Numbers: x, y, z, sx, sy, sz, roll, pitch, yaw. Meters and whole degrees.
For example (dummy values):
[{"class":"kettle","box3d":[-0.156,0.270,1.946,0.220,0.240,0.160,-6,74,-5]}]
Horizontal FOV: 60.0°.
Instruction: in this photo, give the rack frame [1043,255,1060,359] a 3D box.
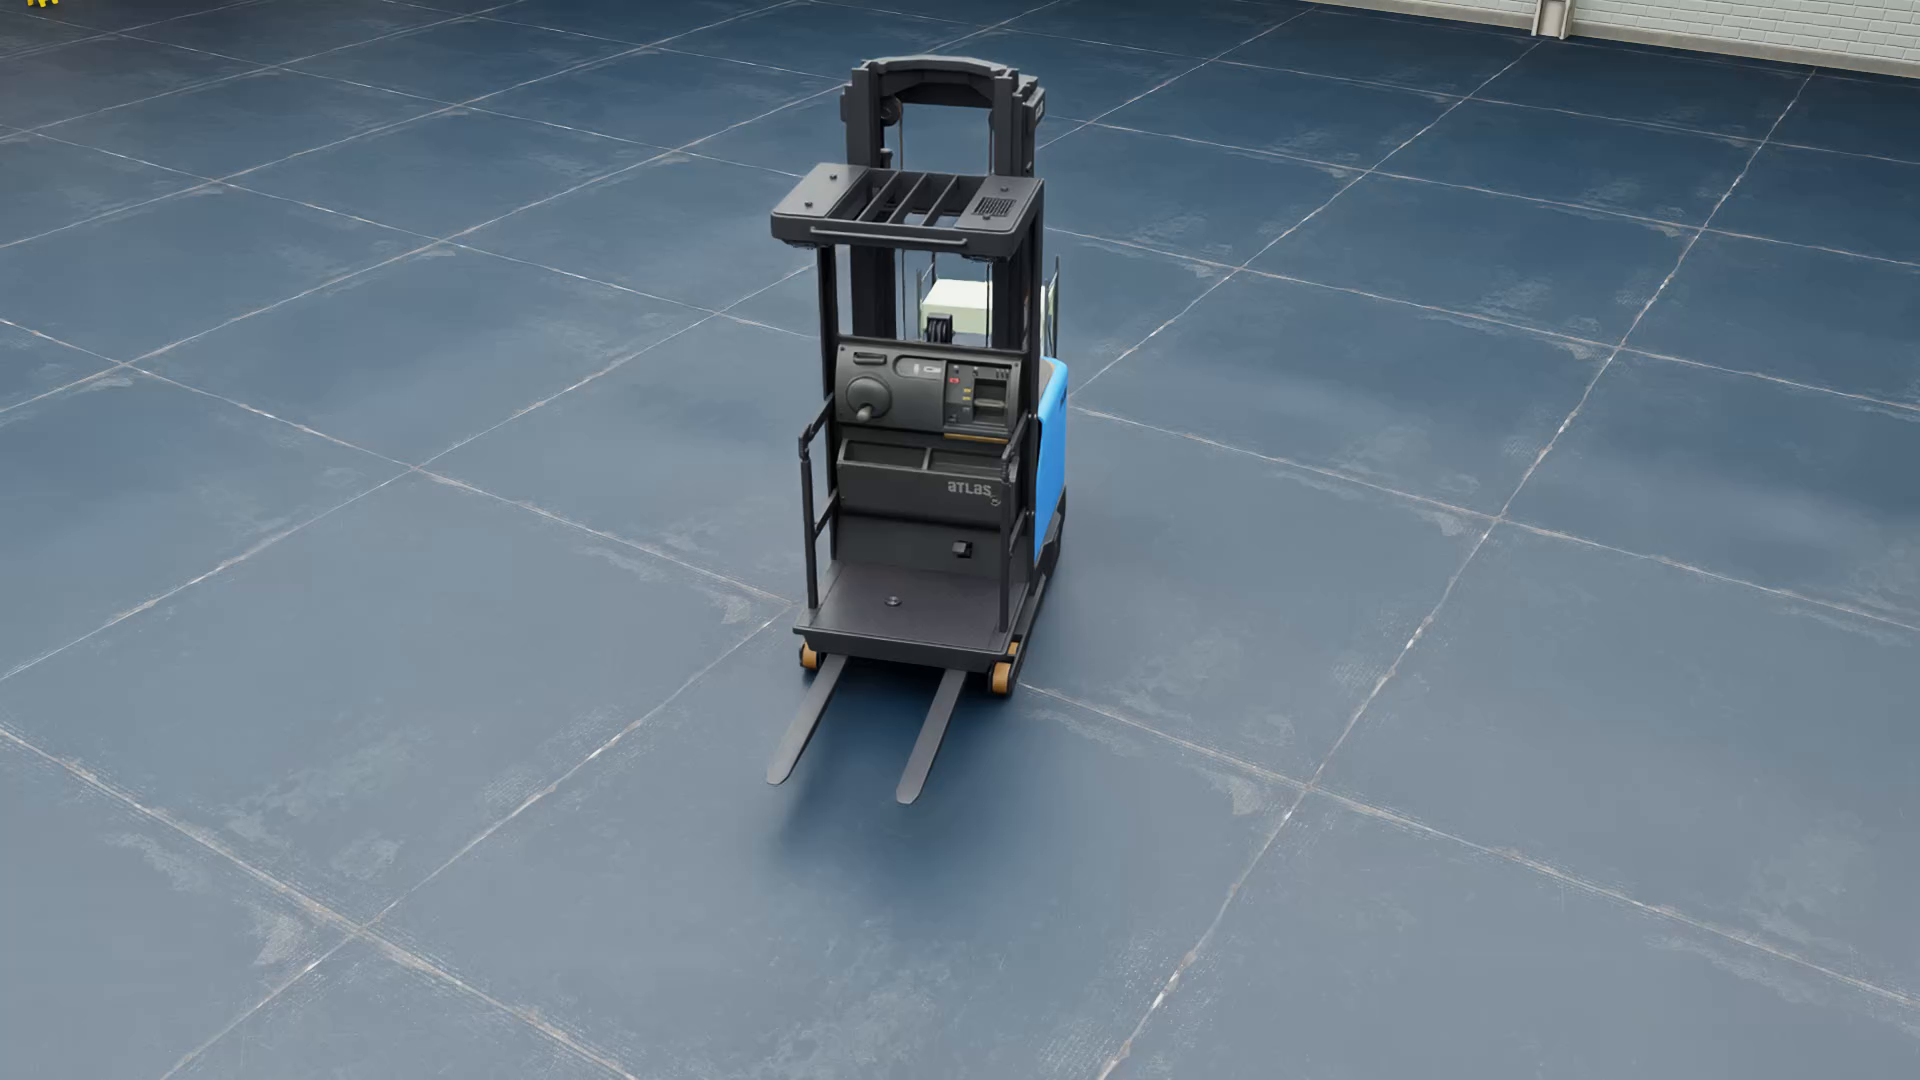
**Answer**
[{"class":"rack frame","box3d":[0.525,-0.899,9.803,0.023,1.500,0.400,6,31,11]}]

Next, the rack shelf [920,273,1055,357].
[{"class":"rack shelf","box3d":[0.167,-1.275,9.673,0.720,0.370,0.431,6,31,11]}]

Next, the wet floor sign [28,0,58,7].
[{"class":"wet floor sign","box3d":[-12.008,-7.297,21.617,0.232,0.644,0.267,12,32,19]}]

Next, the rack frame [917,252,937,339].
[{"class":"rack frame","box3d":[-0.190,-0.978,9.937,0.023,1.500,0.400,6,31,11]}]

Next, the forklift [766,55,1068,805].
[{"class":"forklift","box3d":[-0.206,-0.693,8.029,1.130,2.935,3.031,7,31,11]}]

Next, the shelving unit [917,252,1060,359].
[{"class":"shelving unit","box3d":[0.167,-0.938,9.870,0.755,1.500,0.431,6,31,11]}]

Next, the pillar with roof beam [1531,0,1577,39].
[{"class":"pillar with roof beam","box3d":[4.943,-8.238,14.941,0.400,9.000,9.100,18,35,27]}]
